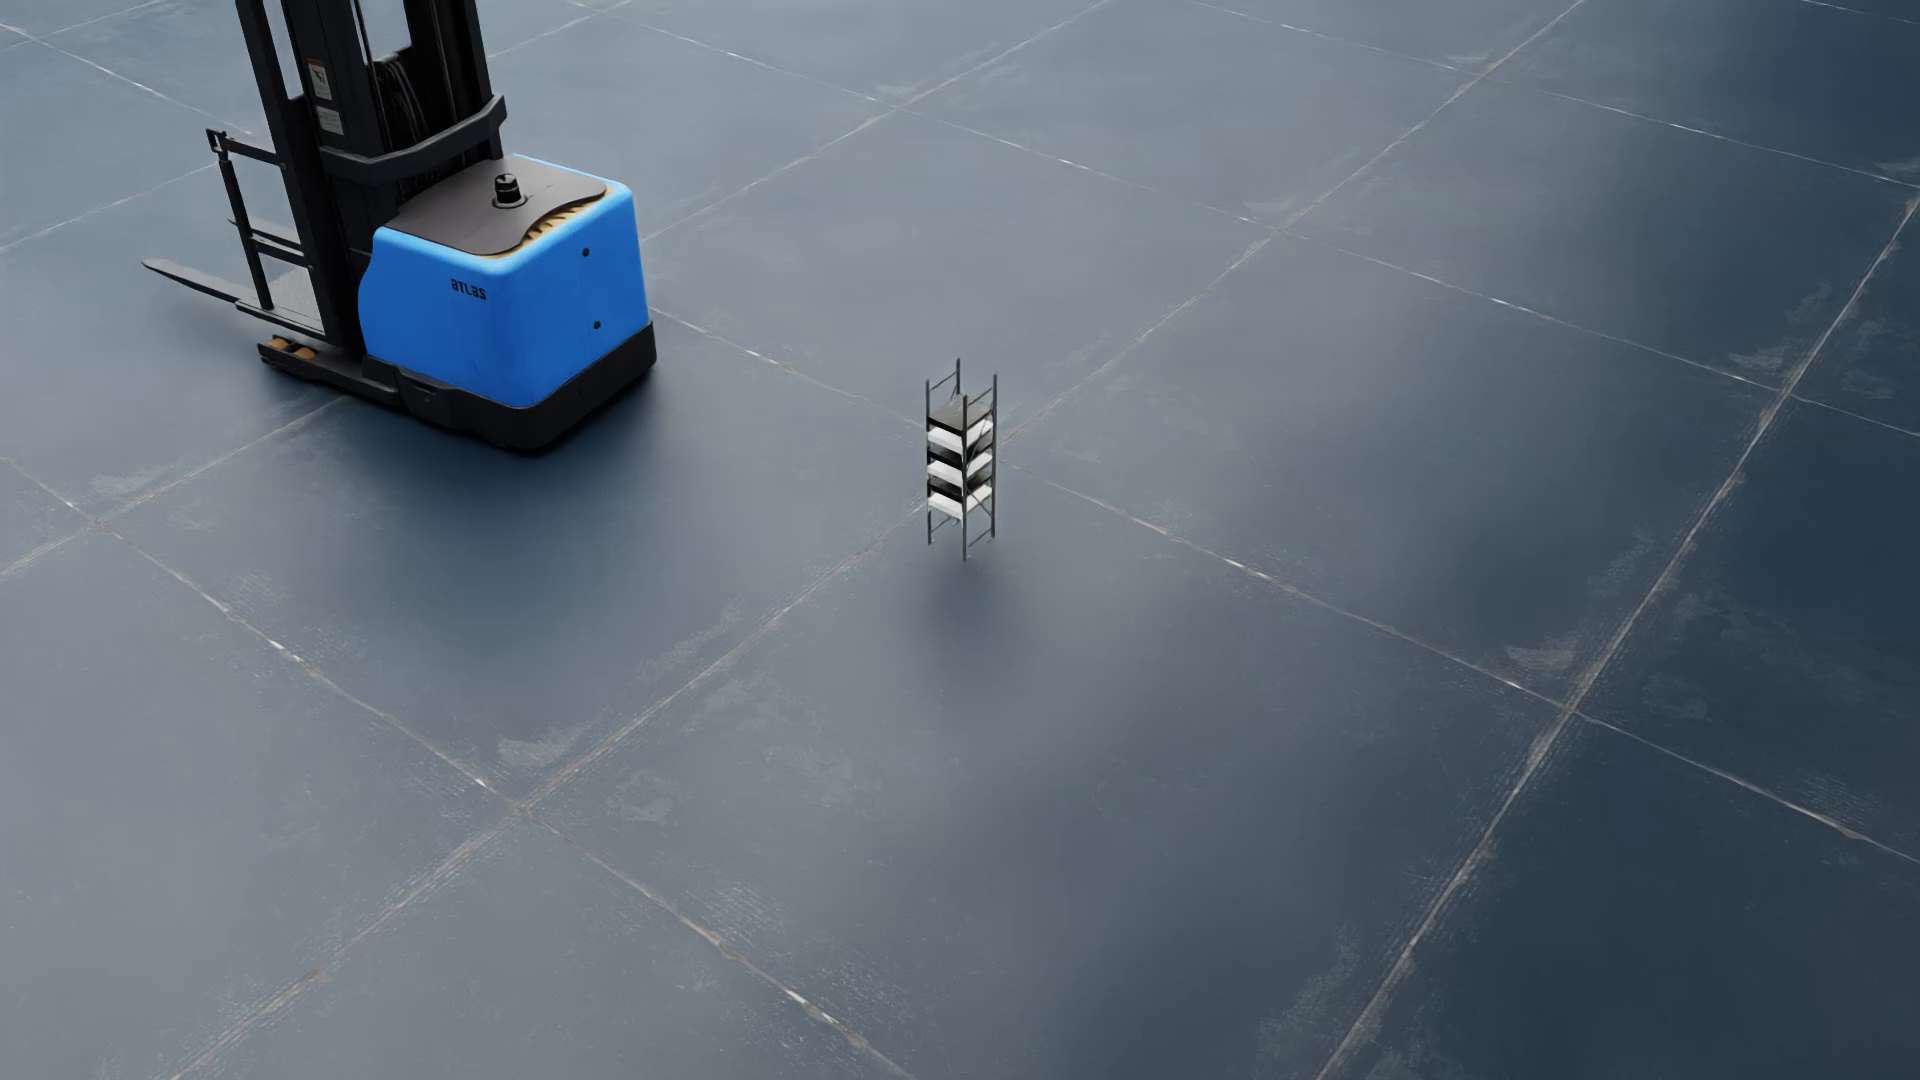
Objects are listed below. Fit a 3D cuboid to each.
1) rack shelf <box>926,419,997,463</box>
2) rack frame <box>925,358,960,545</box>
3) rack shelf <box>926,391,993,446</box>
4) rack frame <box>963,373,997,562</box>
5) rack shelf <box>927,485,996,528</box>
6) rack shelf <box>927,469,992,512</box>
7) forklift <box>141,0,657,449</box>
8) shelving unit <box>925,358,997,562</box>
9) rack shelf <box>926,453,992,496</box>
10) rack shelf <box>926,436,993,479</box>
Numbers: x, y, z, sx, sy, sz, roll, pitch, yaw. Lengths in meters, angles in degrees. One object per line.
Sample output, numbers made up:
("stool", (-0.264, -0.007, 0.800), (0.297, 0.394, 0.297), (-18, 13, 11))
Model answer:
("rack shelf", (0.006, -0.467, 7.378), (0.200, 0.077, 0.258), (25, 45, 29))
("rack frame", (-0.074, -0.389, 7.517), (0.006, 0.900, 0.240), (25, 45, 29))
("rack shelf", (0.006, -0.538, 7.323), (0.200, 0.077, 0.258), (25, 45, 29))
("rack frame", (0.087, -0.313, 7.420), (0.006, 0.900, 0.240), (25, 45, 29))
("rack shelf", (0.006, -0.183, 7.600), (0.200, 0.077, 0.258), (25, 45, 29))
("rack shelf", (0.006, -0.254, 7.545), (0.200, 0.077, 0.258), (25, 45, 29))
("forklift", (-3.150, -2.266, 8.267), (3.031, 2.935, 1.130), (19, 42, 23))
("shelving unit", (0.006, -0.351, 7.469), (0.210, 0.900, 0.258), (25, 45, 29))
("rack shelf", (0.006, -0.325, 7.489), (0.200, 0.077, 0.258), (25, 45, 29))
("rack shelf", (0.006, -0.396, 7.434), (0.200, 0.077, 0.258), (25, 45, 29))
